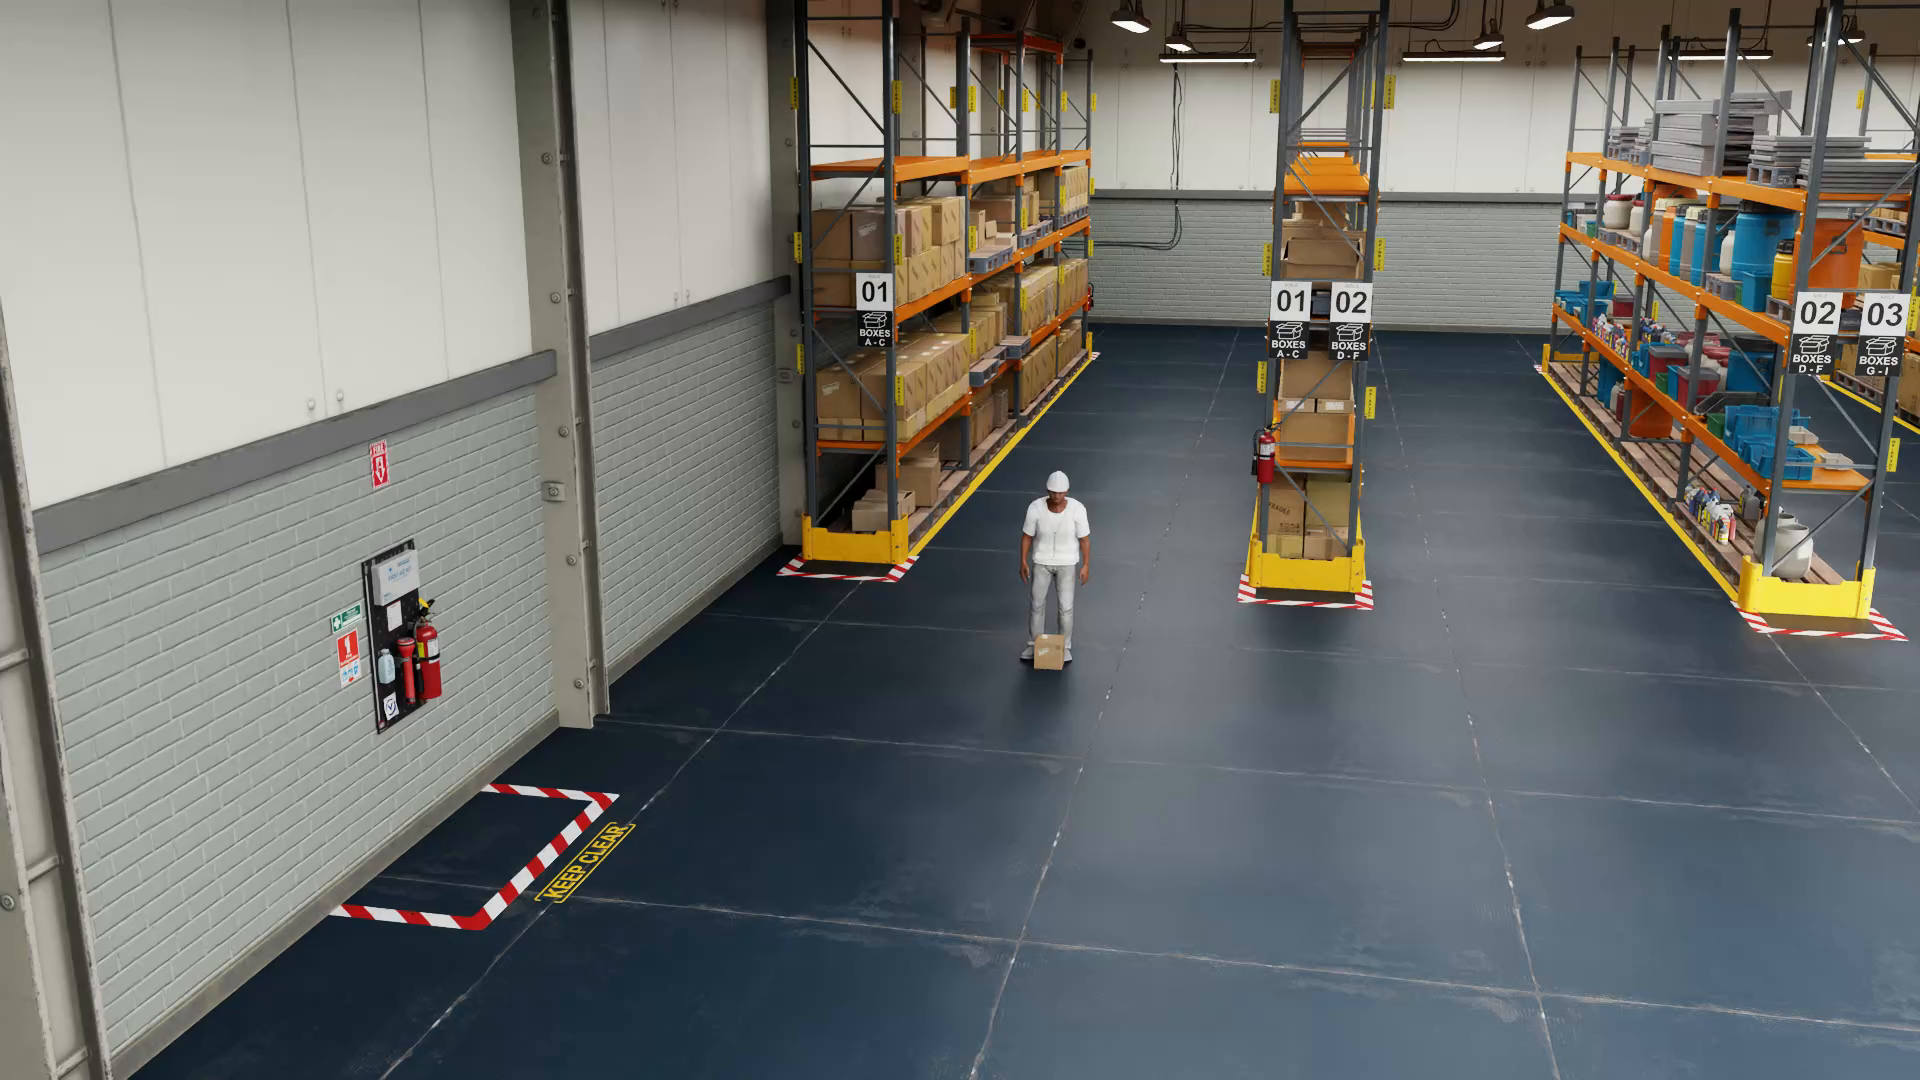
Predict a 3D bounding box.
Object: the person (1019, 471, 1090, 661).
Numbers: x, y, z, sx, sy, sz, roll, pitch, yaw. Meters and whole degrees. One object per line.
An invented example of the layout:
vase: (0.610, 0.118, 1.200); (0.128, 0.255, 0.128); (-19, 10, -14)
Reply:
person: (0.860, 0.228, 15.096); (0.635, 1.760, 0.455); (2, 15, 8)
